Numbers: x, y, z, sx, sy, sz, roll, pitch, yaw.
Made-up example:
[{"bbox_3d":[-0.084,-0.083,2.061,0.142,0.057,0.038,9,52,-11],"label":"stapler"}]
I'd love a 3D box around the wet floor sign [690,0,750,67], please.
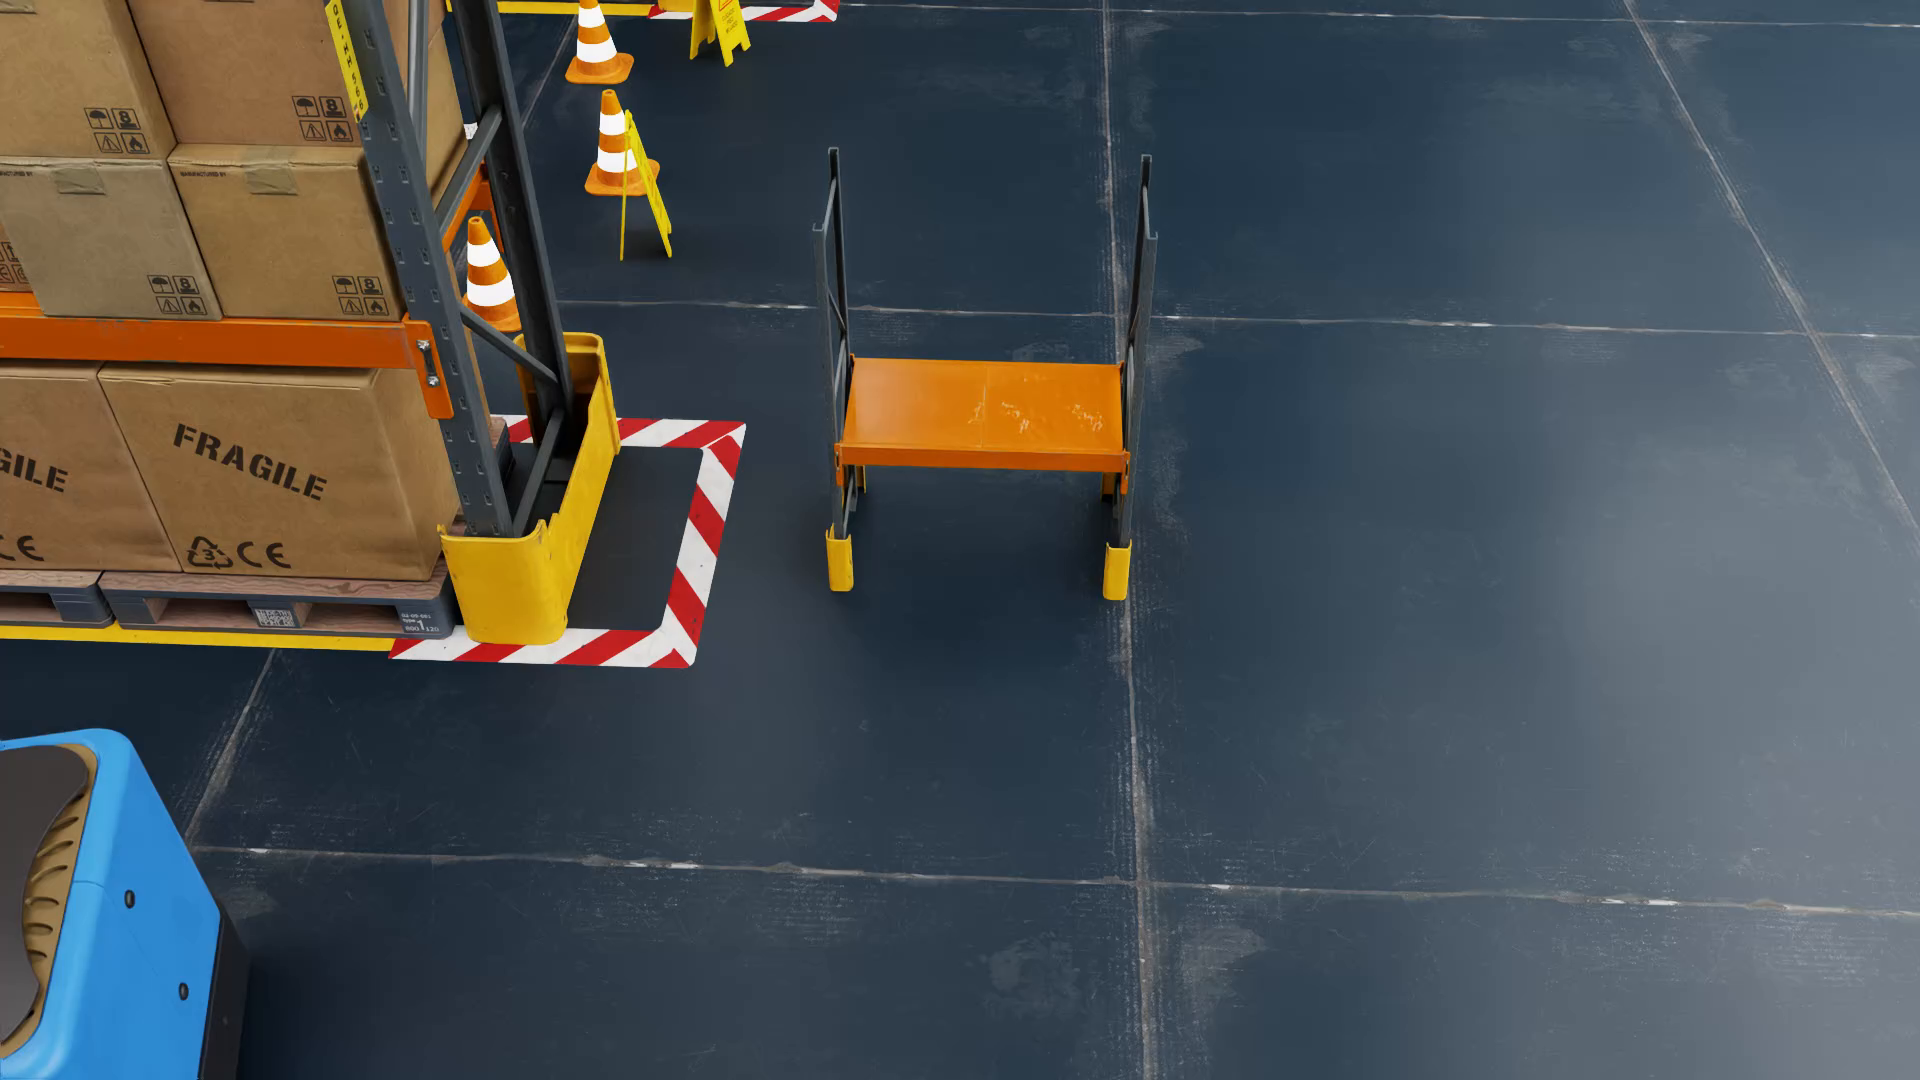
[{"bbox_3d":[-1.314,-2.907,8.897,0.232,0.644,0.267,16,45,16],"label":"wet floor sign"}]

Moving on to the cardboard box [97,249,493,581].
[{"bbox_3d":[-2.258,-0.481,5.817,0.875,0.875,0.875,2,43,2],"label":"cardboard box"}]

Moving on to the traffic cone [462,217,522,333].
[{"bbox_3d":[-2.044,-1.184,7.182,0.334,0.463,0.336,2,43,2],"label":"traffic cone"}]

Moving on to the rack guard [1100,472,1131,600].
[{"bbox_3d":[0.574,-0.074,6.146,0.087,0.250,0.587,2,43,2],"label":"rack guard"}]

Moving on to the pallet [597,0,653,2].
[{"bbox_3d":[-2.341,-3.534,9.889,1.213,0.211,1.003,2,43,2],"label":"pallet"}]

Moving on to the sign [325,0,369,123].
[{"bbox_3d":[-1.616,-1.271,4.390,0.005,0.325,0.100,2,43,2],"label":"sign"}]

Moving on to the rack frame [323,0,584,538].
[{"bbox_3d":[-1.578,-1.129,5.262,0.127,3.000,1.000,2,43,2],"label":"rack frame"}]

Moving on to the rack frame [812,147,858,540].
[{"bbox_3d":[-0.423,-0.562,5.753,0.032,1.500,0.500,2,43,2],"label":"rack frame"}]

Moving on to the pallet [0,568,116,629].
[{"bbox_3d":[-3.595,-0.120,6.224,1.213,0.211,1.003,2,43,2],"label":"pallet"}]

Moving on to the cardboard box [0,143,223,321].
[{"bbox_3d":[-2.501,-1.167,5.192,0.550,0.550,0.875,2,43,2],"label":"cardboard box"}]

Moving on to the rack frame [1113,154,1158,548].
[{"bbox_3d":[0.593,-0.531,5.719,0.032,1.500,0.500,2,43,2],"label":"rack frame"}]

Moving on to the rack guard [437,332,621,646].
[{"bbox_3d":[-1.554,-0.214,6.113,0.348,0.500,1.175,2,43,2],"label":"rack guard"}]

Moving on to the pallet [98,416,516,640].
[{"bbox_3d":[-2.380,-0.080,6.181,1.213,0.211,1.003,2,43,2],"label":"pallet"}]

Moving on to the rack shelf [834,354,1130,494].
[{"bbox_3d":[0.085,-0.415,5.859,1.000,0.185,0.538,2,43,2],"label":"rack shelf"}]

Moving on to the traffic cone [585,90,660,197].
[{"bbox_3d":[-1.654,-1.943,7.997,0.334,0.463,0.336,2,43,2],"label":"traffic cone"}]

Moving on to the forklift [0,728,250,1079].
[{"bbox_3d":[-3.460,0.697,3.352,3.031,2.935,1.130,-8,44,-8],"label":"forklift"}]

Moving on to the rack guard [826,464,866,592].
[{"bbox_3d":[-0.421,-0.104,6.179,0.087,0.250,0.587,2,43,2],"label":"rack guard"}]

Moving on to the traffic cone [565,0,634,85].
[{"bbox_3d":[-1.943,-2.710,8.819,0.334,0.463,0.336,2,43,2],"label":"traffic cone"}]

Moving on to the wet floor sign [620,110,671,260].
[{"bbox_3d":[-1.459,-1.615,7.511,0.232,0.644,0.267,-5,43,-5],"label":"wet floor sign"}]

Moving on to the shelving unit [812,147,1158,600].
[{"bbox_3d":[0.076,-0.546,5.736,1.083,1.500,0.587,2,43,2],"label":"shelving unit"}]

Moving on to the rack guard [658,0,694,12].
[{"bbox_3d":[-1.531,-3.591,9.738,0.348,0.500,1.175,2,43,2],"label":"rack guard"}]

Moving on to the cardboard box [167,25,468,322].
[{"bbox_3d":[-1.950,-1.165,5.190,0.550,0.550,0.875,2,43,2],"label":"cardboard box"}]

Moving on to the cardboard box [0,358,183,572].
[{"bbox_3d":[-3.137,-0.507,5.844,0.875,0.875,0.875,1,43,1],"label":"cardboard box"}]

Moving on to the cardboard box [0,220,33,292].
[{"bbox_3d":[-3.055,-1.269,5.302,0.550,0.550,0.875,2,43,2],"label":"cardboard box"}]

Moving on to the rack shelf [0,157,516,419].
[{"bbox_3d":[-3.576,-0.928,5.573,4.000,0.370,1.077,2,43,2],"label":"rack shelf"}]

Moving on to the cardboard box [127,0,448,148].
[{"bbox_3d":[-1.947,-1.617,4.883,0.550,0.550,0.875,2,43,2],"label":"cardboard box"}]

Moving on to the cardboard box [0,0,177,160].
[{"bbox_3d":[-2.500,-1.571,4.834,0.550,0.550,0.875,2,43,2],"label":"cardboard box"}]

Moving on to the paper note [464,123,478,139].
[{"bbox_3d":[-2.490,-2.090,8.471,0.142,0.019,0.148,-12,44,-13],"label":"paper note"}]
